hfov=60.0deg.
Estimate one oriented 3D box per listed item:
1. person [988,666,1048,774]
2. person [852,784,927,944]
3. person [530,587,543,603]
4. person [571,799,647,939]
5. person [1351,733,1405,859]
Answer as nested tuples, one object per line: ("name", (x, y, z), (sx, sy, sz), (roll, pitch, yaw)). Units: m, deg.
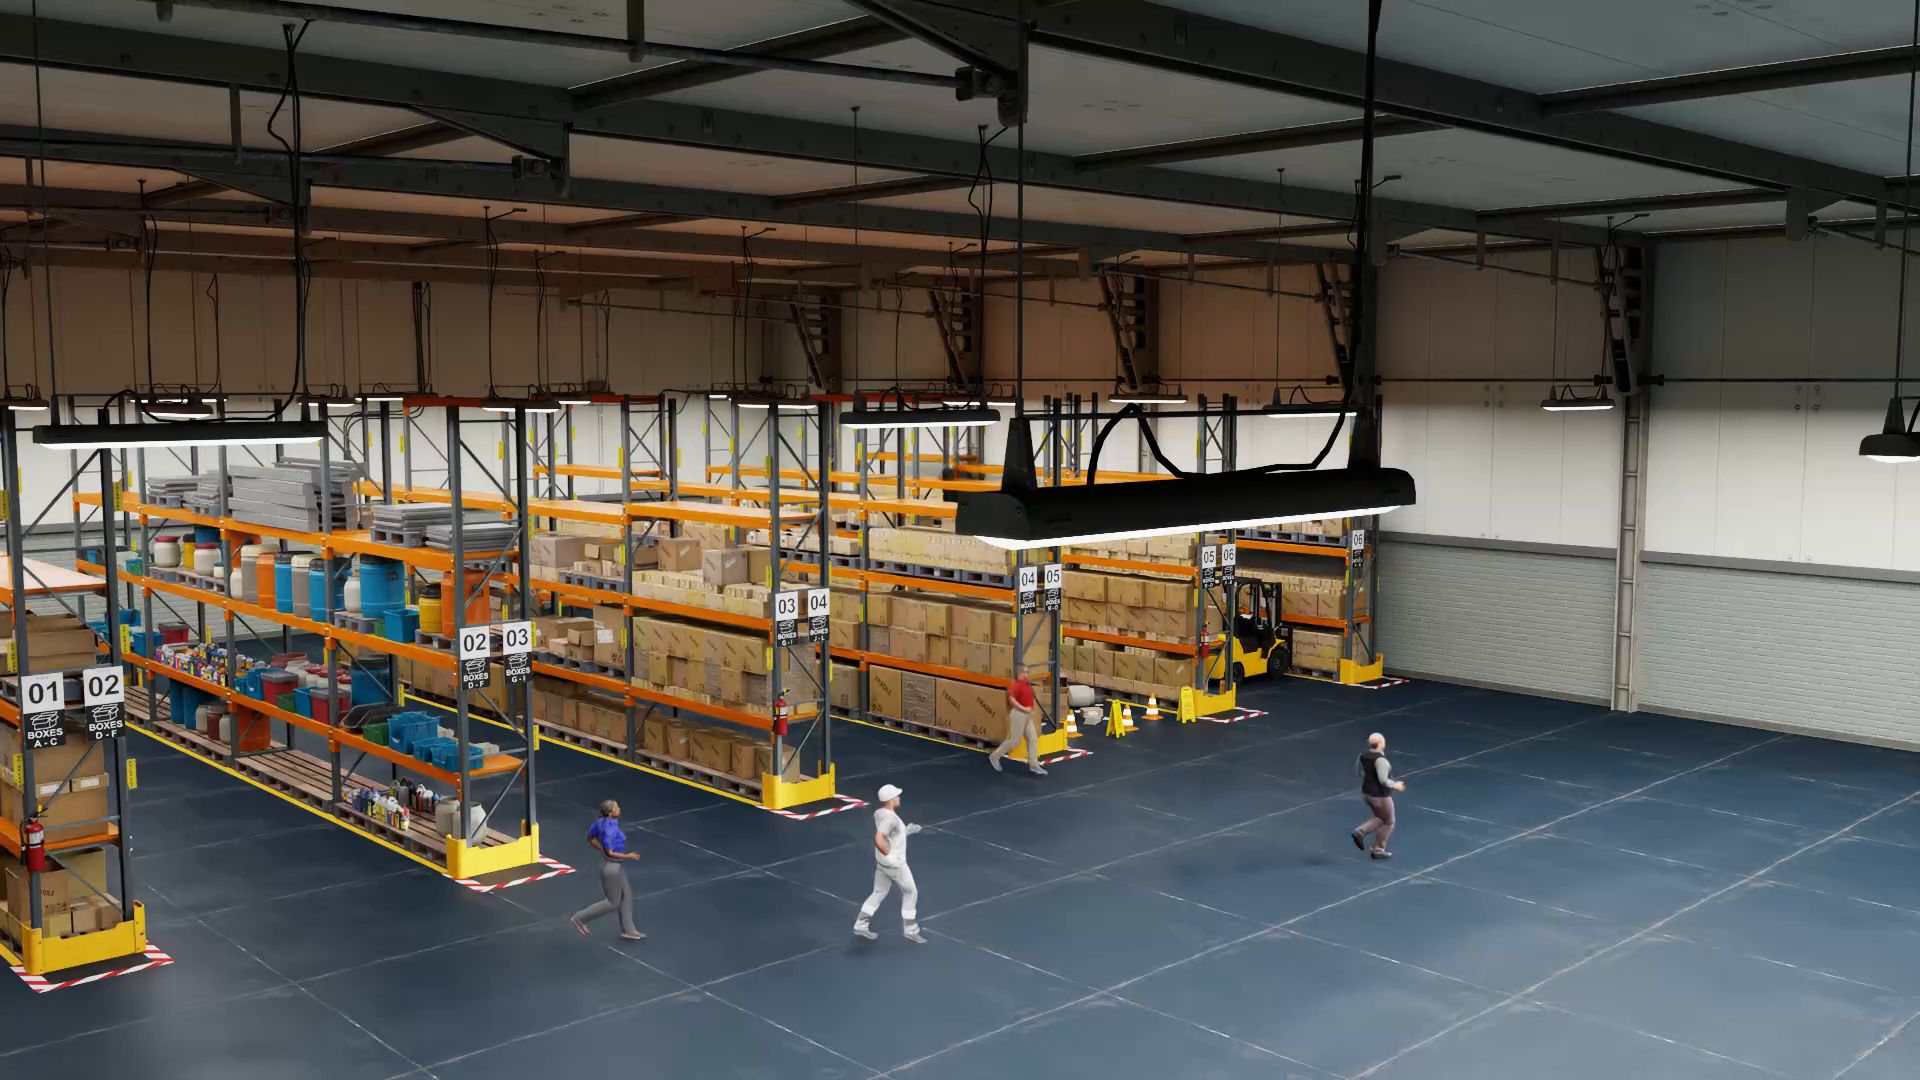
("person", (1.013, 2.884, 26.843), (0.974, 1.700, 0.735), (2, 6, 24))
("person", (-0.785, 3.635, 18.548), (0.836, 1.838, 0.652), (-2, 6, -24))
("person", (-10.359, 1.554, 40.783), (0.809, 1.805, 0.755), (-4, 7, -34))
("person", (-3.957, 3.722, 18.669), (0.859, 1.659, 0.579), (-2, 6, -21))
("person", (5.535, 3.373, 21.986), (0.569, 1.673, 0.656), (-2, 6, -17))
